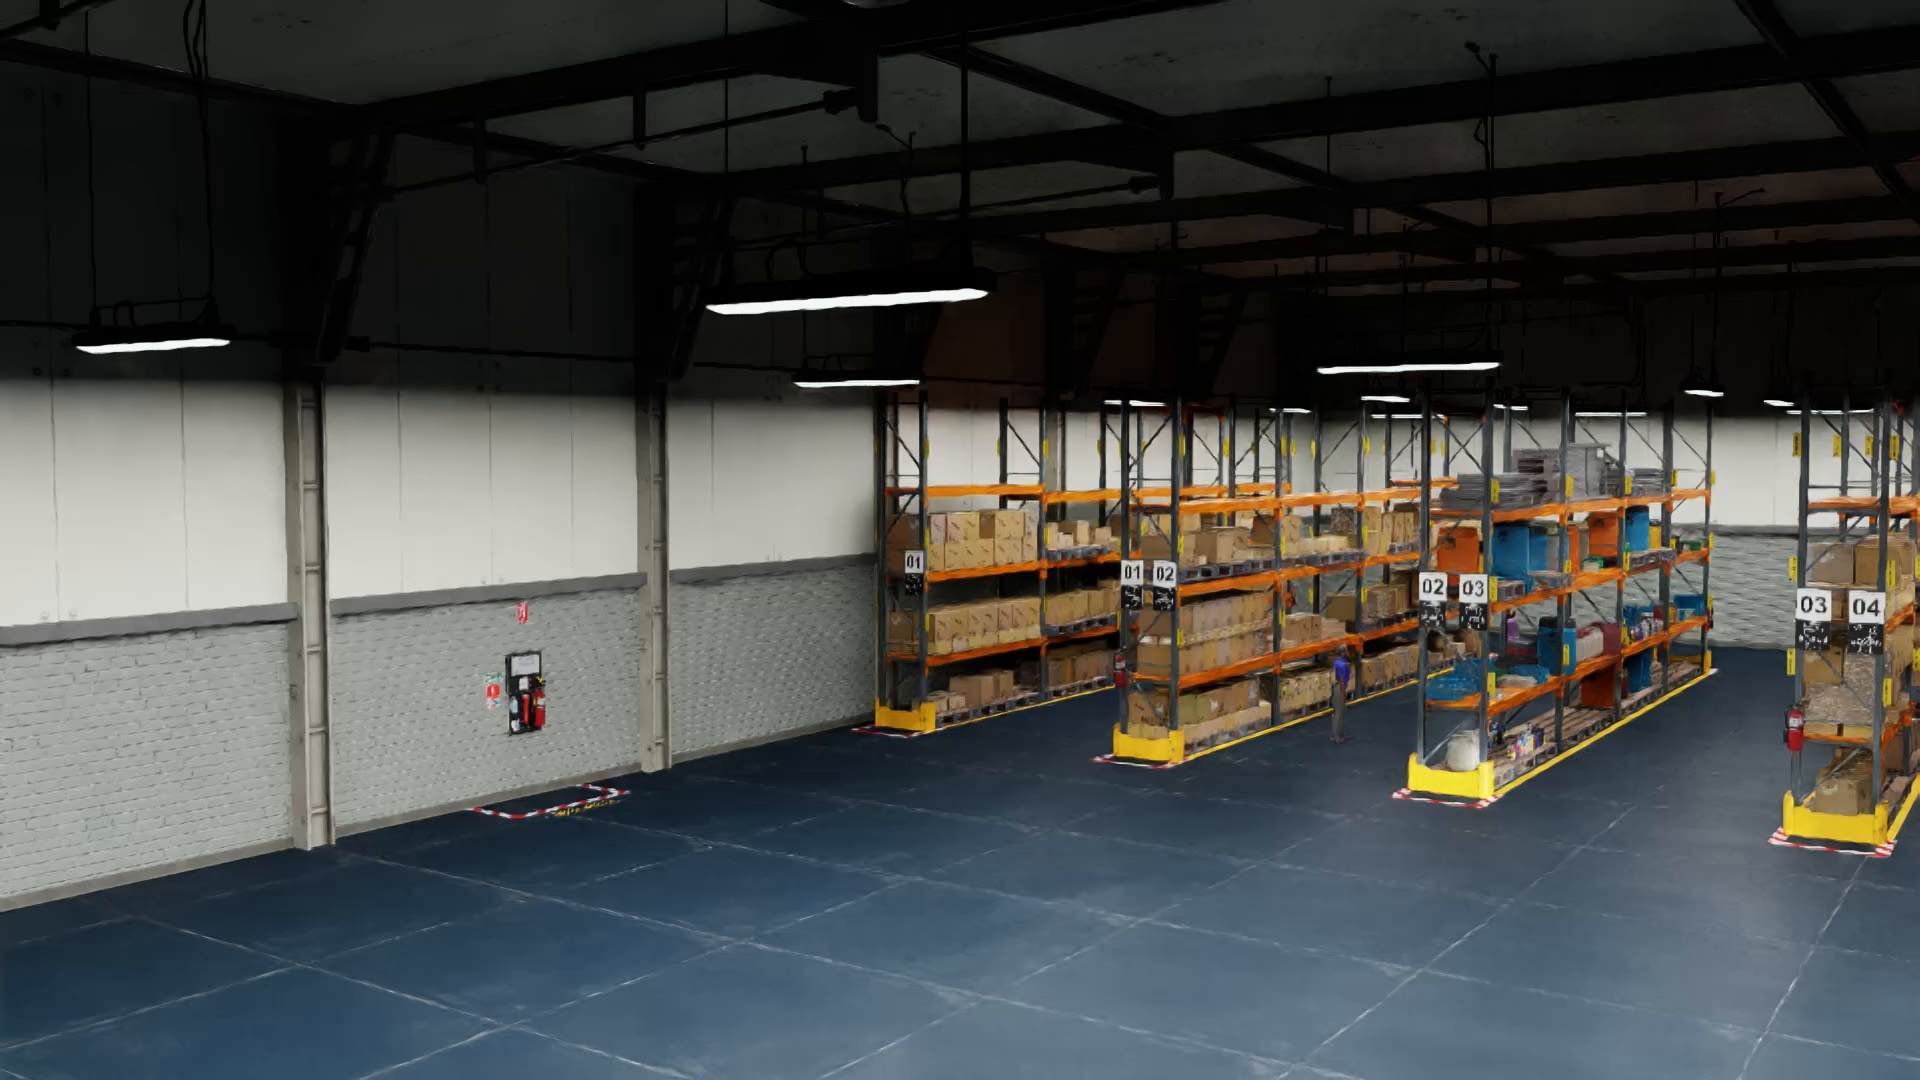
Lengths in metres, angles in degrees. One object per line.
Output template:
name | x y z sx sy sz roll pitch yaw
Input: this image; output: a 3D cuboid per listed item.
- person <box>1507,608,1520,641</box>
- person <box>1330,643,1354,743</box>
person | 11.673 2.233 35.308 0.535 1.588 0.532 -2 4 -30
person | 6.515 2.588 28.306 0.440 1.666 0.552 0 3 6
